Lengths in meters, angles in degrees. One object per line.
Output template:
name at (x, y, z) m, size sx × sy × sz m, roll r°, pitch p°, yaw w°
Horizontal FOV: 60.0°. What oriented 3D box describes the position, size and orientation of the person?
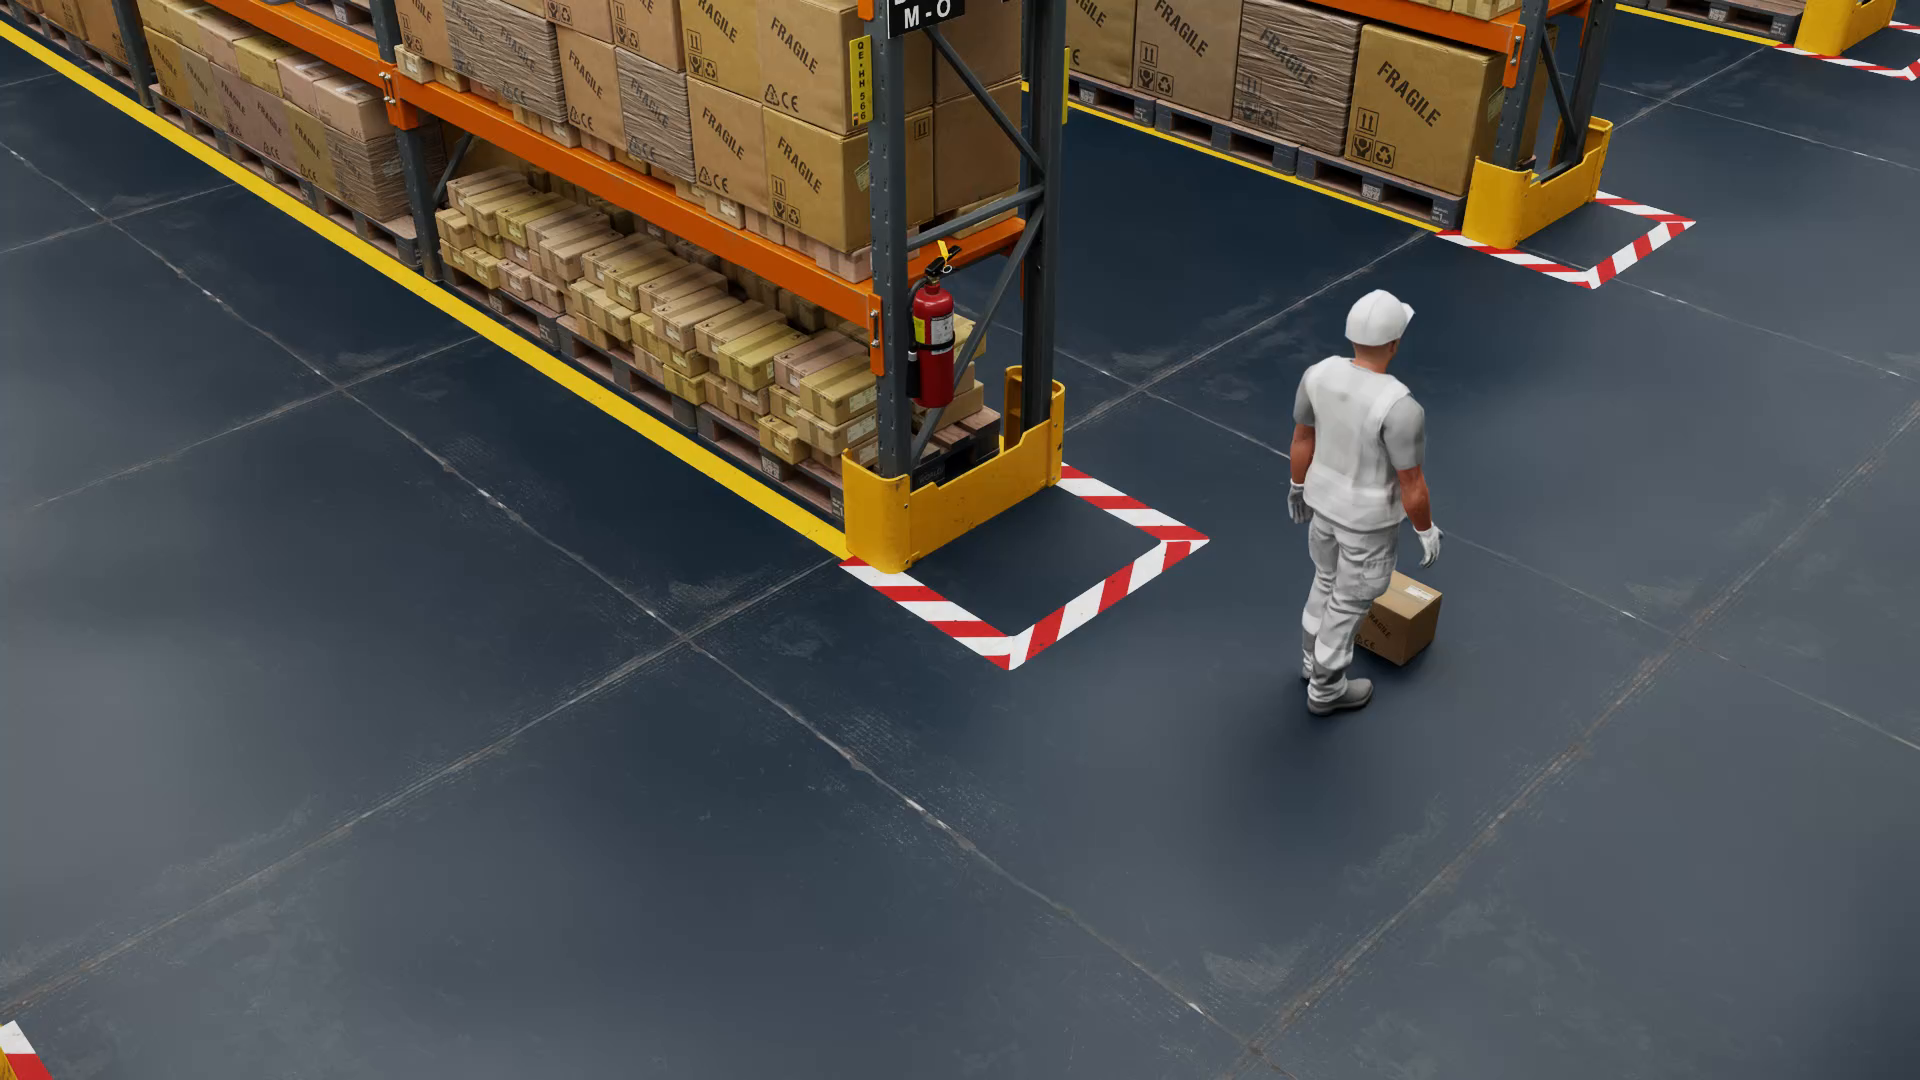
person at (1.546, -0.098, 6.280) m, size 0.448 × 1.839 × 0.609 m, roll -22°, pitch 41°, yaw -28°
